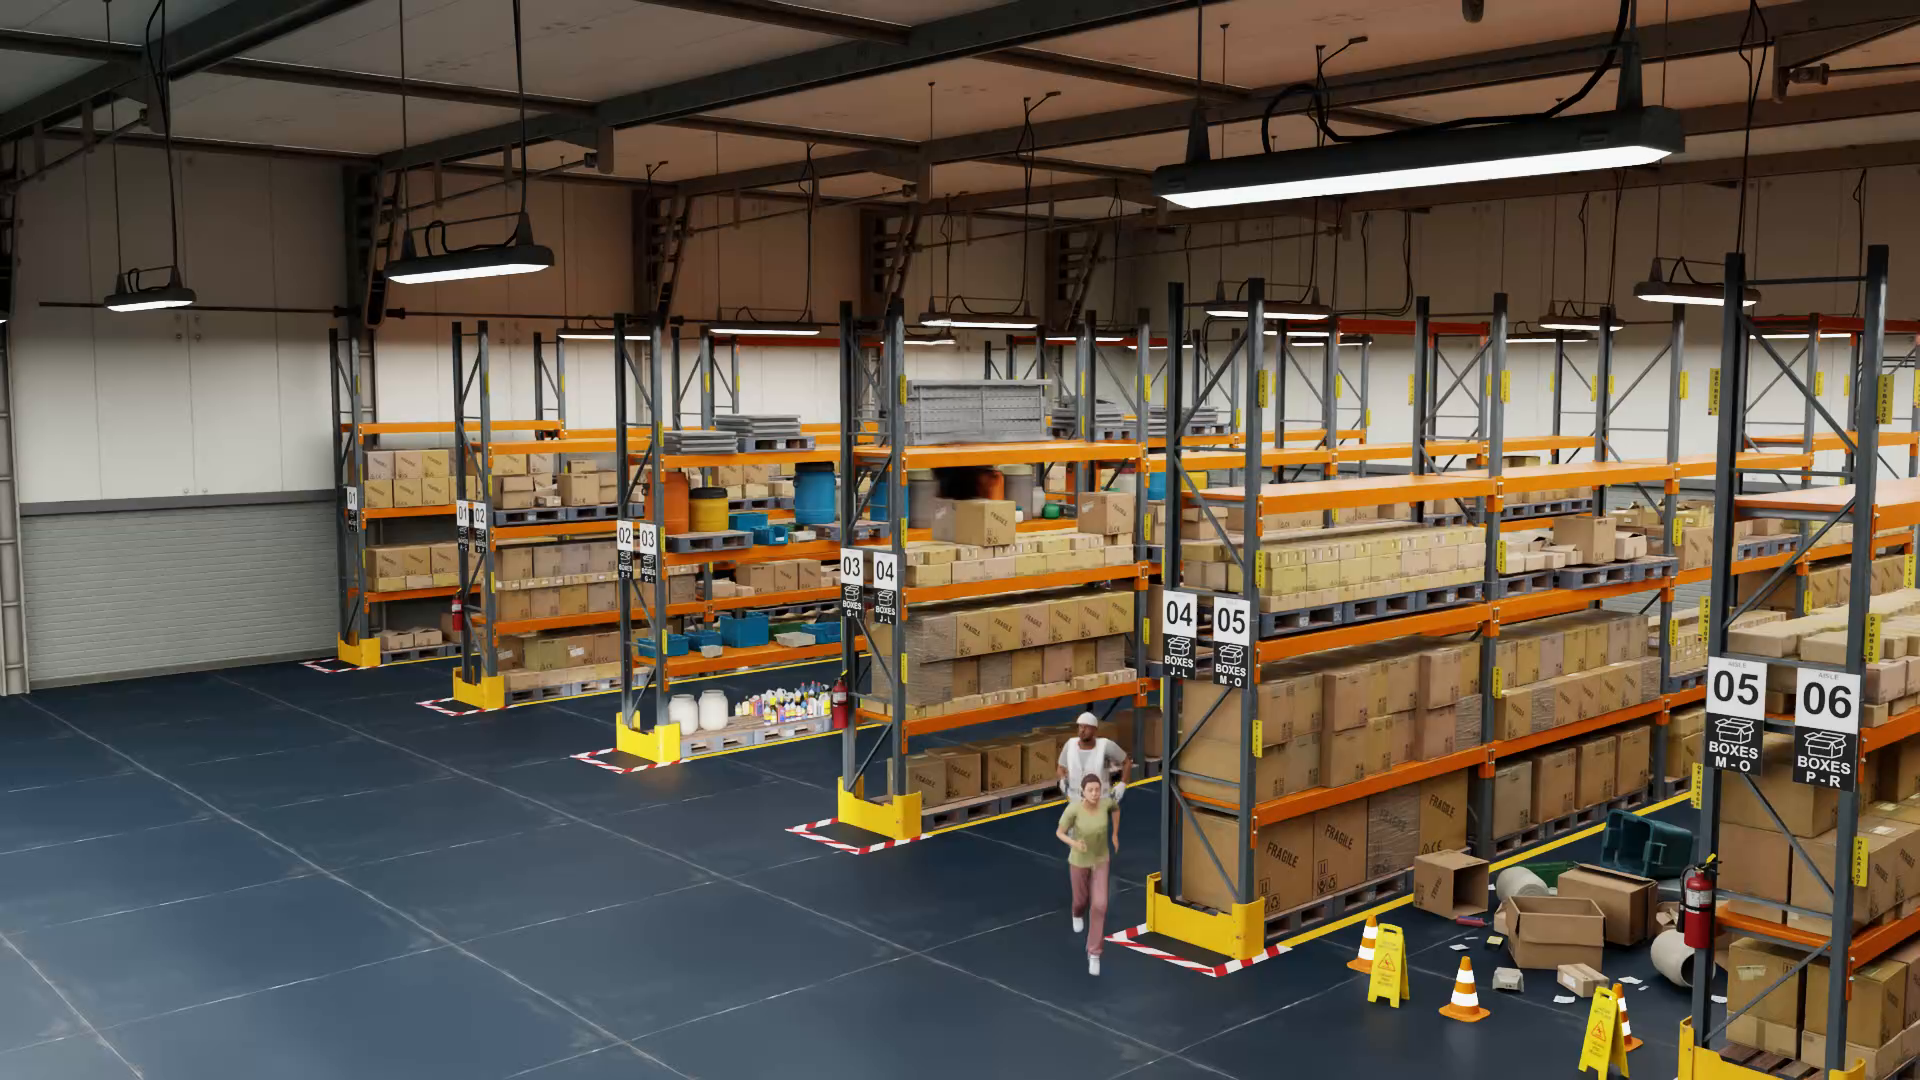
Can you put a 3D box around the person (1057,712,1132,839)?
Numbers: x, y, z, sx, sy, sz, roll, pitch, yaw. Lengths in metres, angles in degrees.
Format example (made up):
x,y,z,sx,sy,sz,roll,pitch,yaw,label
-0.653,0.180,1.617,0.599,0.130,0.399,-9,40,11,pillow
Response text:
x,y,z,sx,sy,sz,roll,pitch,yaw,label
1.268,2.561,16.442,0.706,1.724,0.678,3,6,29,person

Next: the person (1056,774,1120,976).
x,y,z,sx,sy,sz,roll,pitch,yaw,label
1.129,2.850,14.622,0.608,1.675,0.980,-1,6,-7,person

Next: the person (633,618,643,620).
x,y,z,sx,sy,sz,roll,pitch,yaw,label
-5.894,1.343,30.489,0.583,1.662,0.558,5,8,43,person
